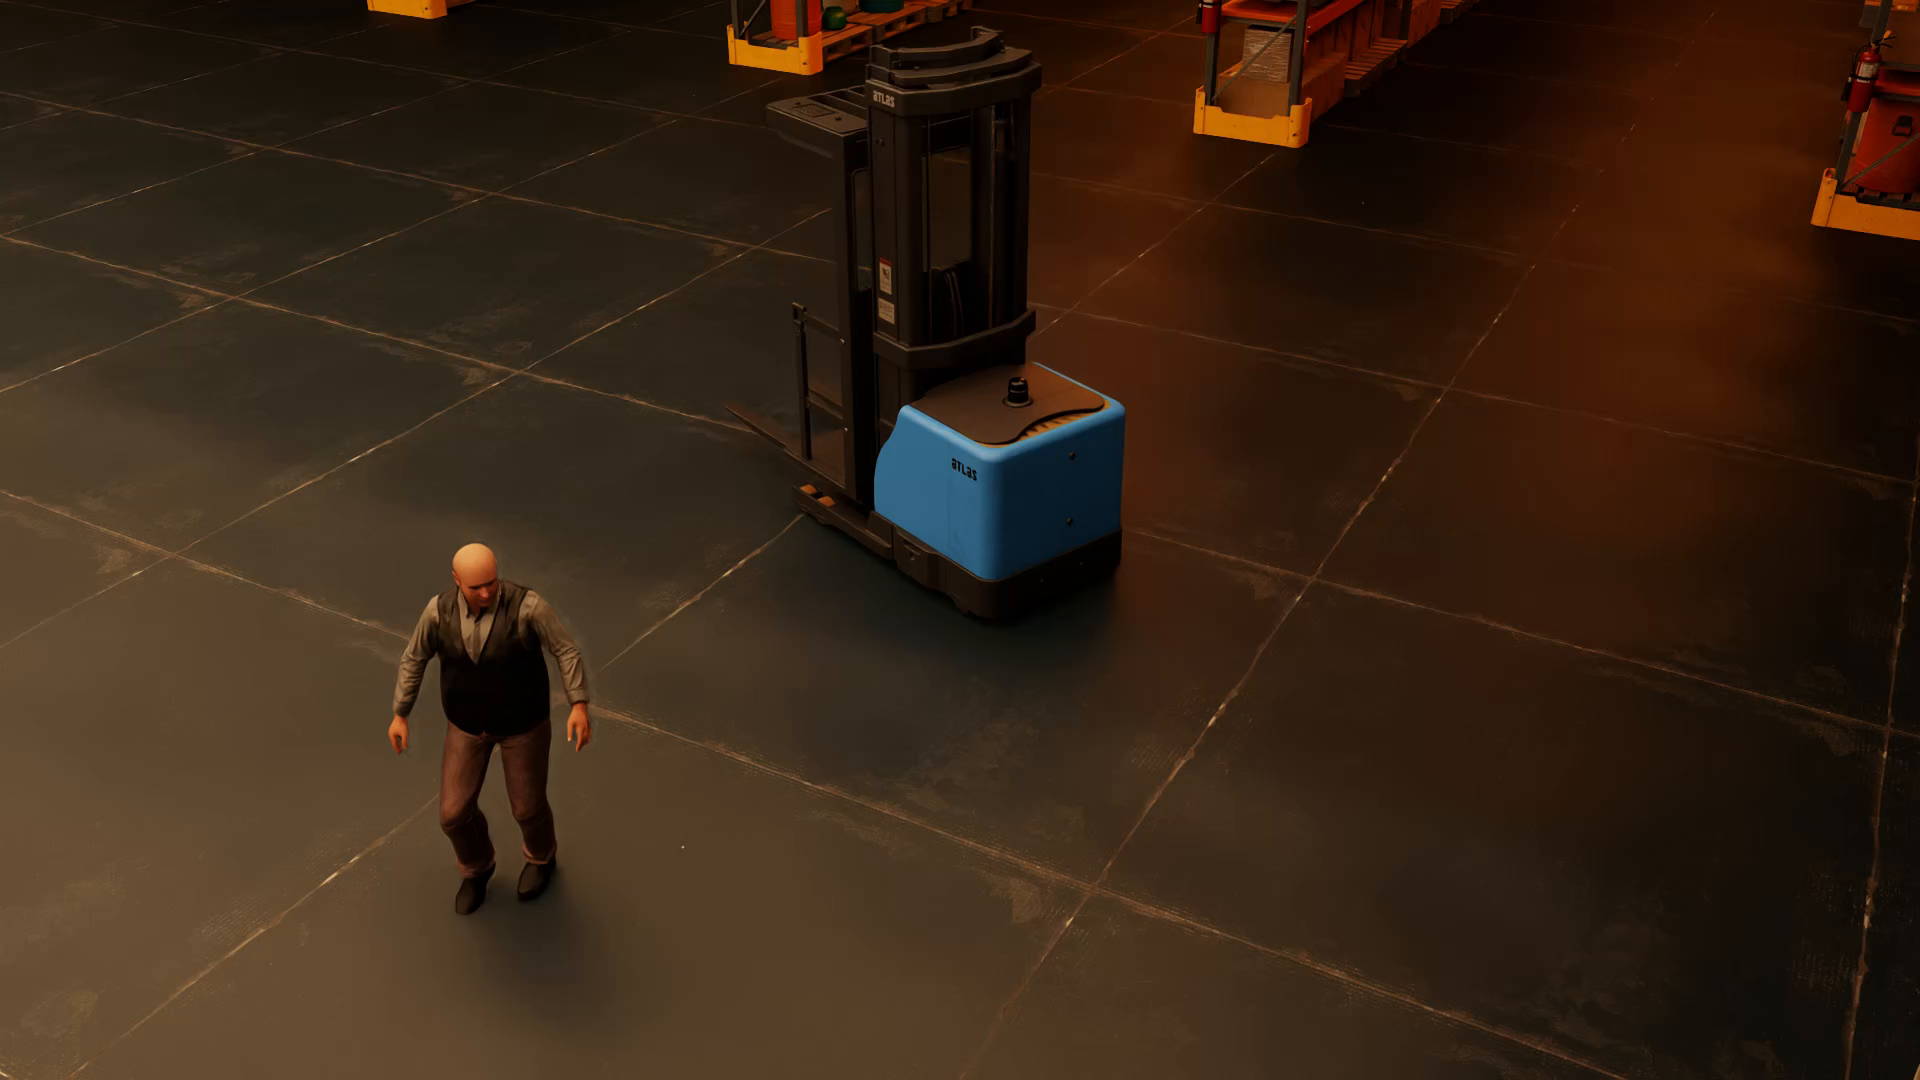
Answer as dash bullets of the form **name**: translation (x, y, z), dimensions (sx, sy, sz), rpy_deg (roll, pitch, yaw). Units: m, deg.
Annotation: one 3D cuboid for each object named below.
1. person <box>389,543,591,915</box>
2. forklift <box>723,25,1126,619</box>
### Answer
- **person**: translation (-1.929, 0.807, 6.952), dimensions (0.889, 1.739, 0.493), rpy_deg (2, 30, 4)
- **forklift**: translation (-0.382, -1.507, 9.682), dimensions (1.130, 2.935, 3.031), rpy_deg (-22, 37, -33)
